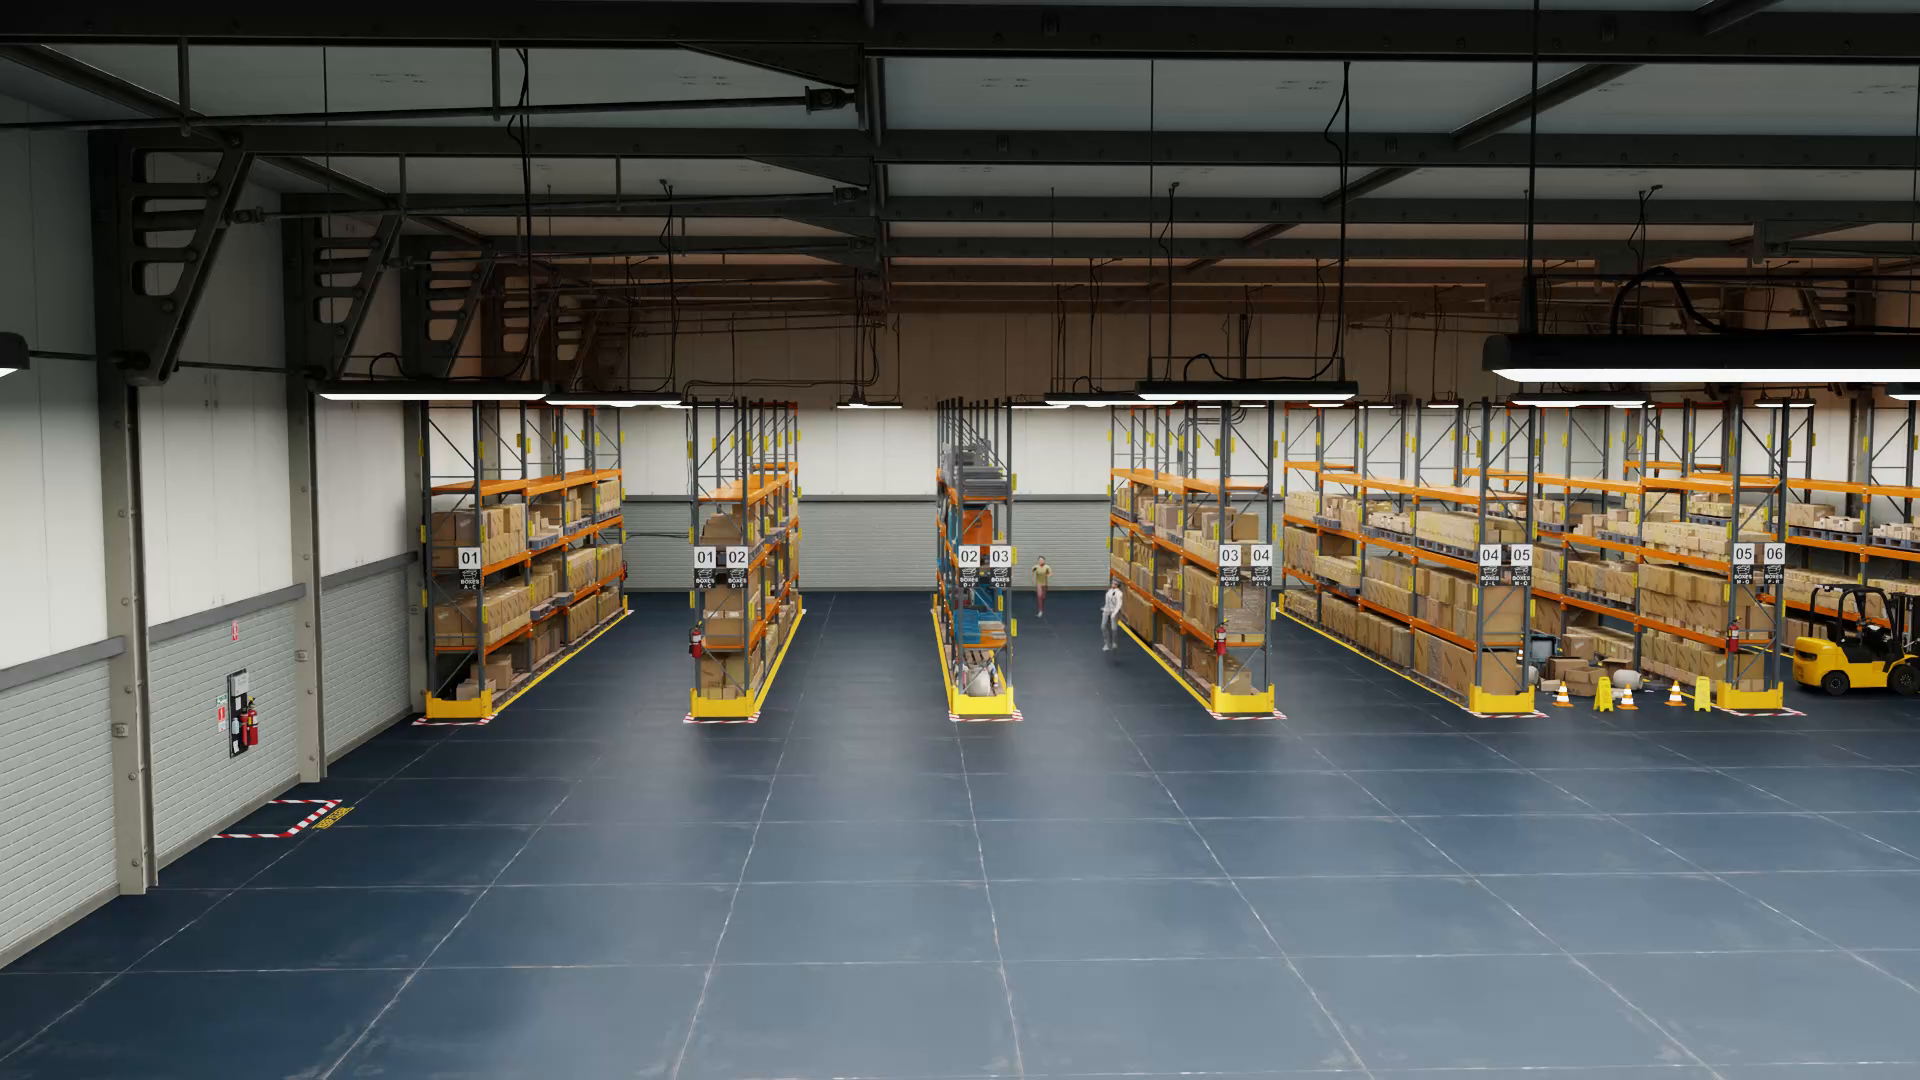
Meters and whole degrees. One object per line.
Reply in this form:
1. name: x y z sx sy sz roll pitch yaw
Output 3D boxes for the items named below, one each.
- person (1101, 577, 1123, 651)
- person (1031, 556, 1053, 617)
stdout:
1. person: 3.463 1.700 38.247 0.531 1.697 0.533 3 5 30
2. person: 2.309 1.269 46.557 0.584 1.644 0.997 0 4 -5
